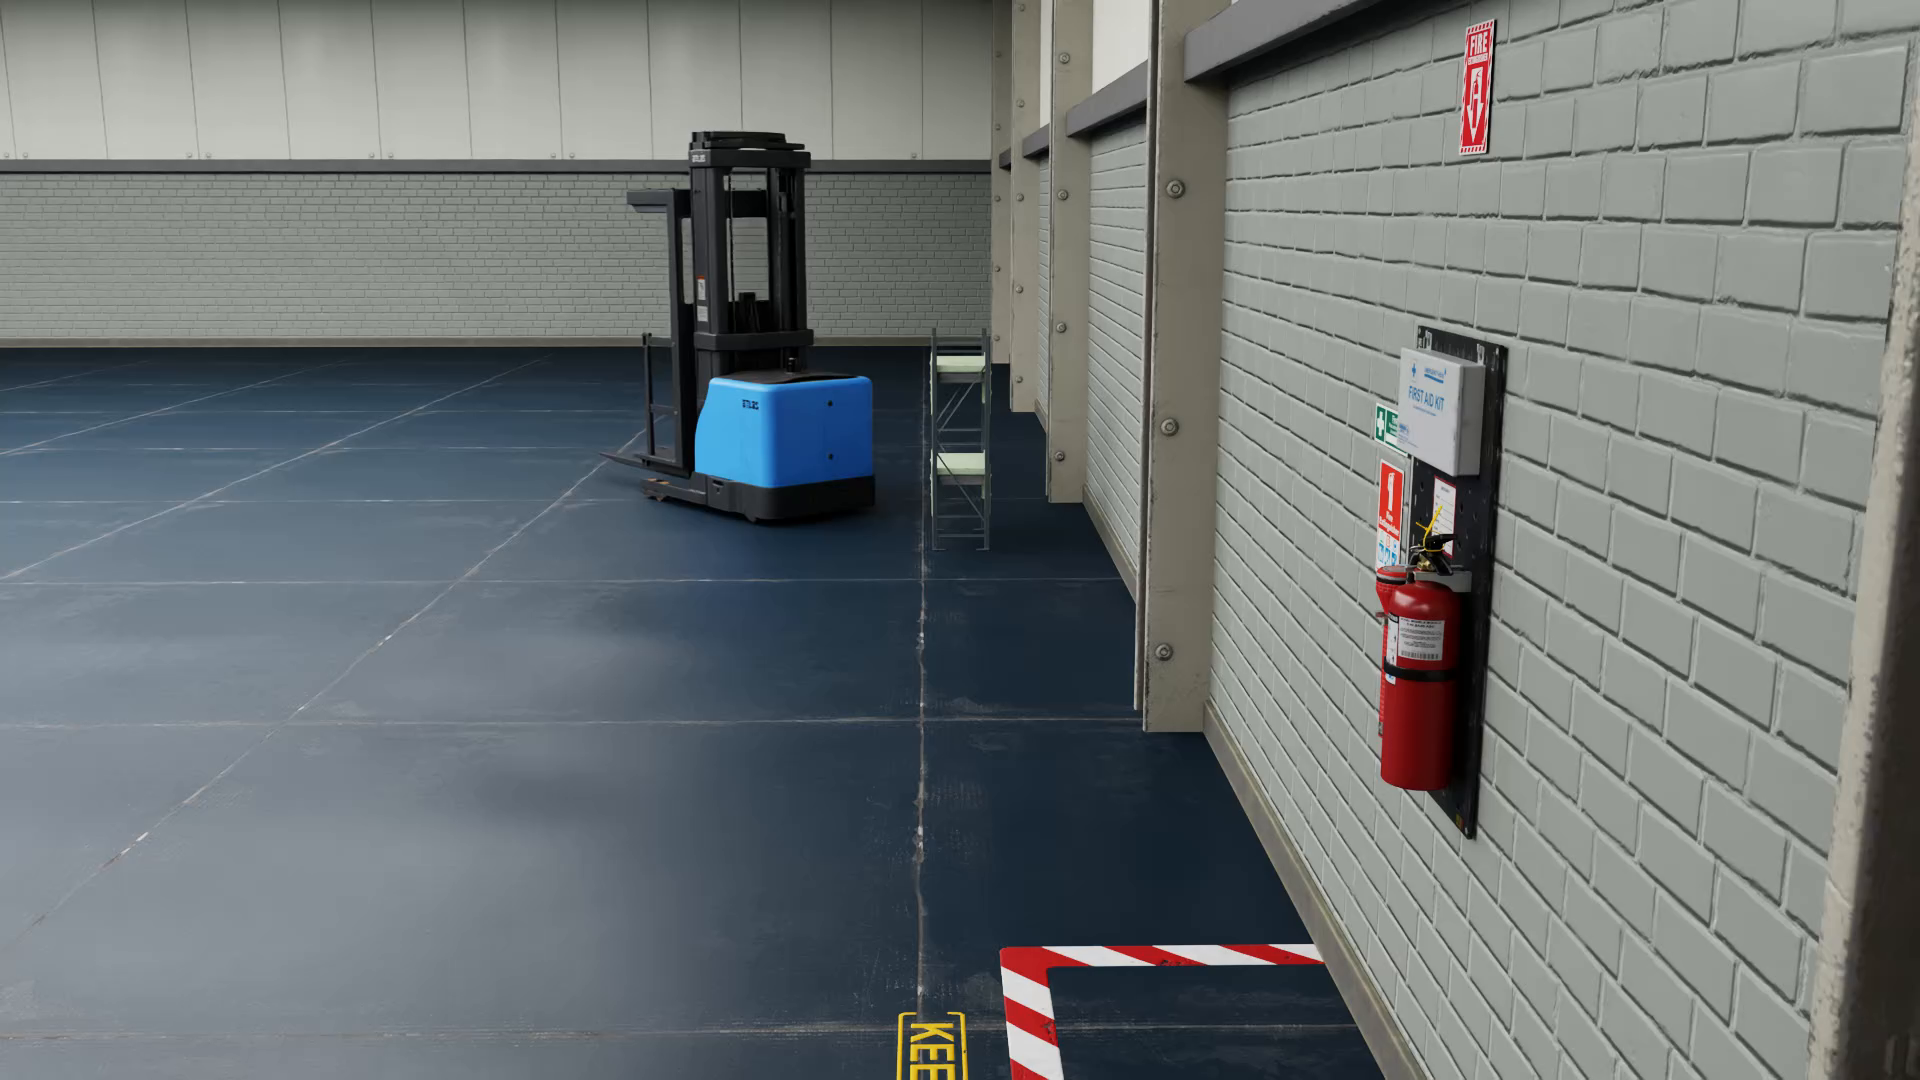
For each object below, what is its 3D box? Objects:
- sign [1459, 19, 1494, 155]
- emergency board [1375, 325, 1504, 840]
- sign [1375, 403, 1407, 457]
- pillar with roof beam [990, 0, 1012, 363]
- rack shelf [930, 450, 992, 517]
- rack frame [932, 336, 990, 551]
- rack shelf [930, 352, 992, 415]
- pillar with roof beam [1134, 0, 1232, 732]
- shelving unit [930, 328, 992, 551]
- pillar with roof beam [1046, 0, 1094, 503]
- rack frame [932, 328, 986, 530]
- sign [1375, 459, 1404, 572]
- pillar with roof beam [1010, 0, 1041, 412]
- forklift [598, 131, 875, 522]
[{"bbox_3d":[1.213,-1.060,3.908,0.001,0.298,0.199,0,11,-1],"label":"sign"},{"bbox_3d":[1.113,0.078,4.128,0.194,1.169,0.643,0,11,-1],"label":"emergency board"},{"bbox_3d":[1.196,-0.308,4.611,0.001,0.109,0.331,0,11,-1],"label":"sign"},{"bbox_3d":[-3.674,-7.123,24.538,9.100,9.000,0.400,0,11,-1],"label":"pillar with roof beam"},{"bbox_3d":[0.000,-0.417,11.981,0.431,0.370,0.720,0,11,-1],"label":"rack shelf"},{"bbox_3d":[0.007,-0.664,11.558,0.400,1.500,0.023,0,11,-1],"label":"rack frame"},{"bbox_3d":[0.000,-1.119,11.839,0.431,0.370,0.720,0,11,-1],"label":"rack shelf"},{"bbox_3d":[-3.302,-3.545,6.901,9.100,9.000,0.400,0,11,-1],"label":"pillar with roof beam"},{"bbox_3d":[0.000,-0.736,11.917,0.431,1.500,0.755,0,11,-1],"label":"shelving unit"},{"bbox_3d":[-3.426,-4.738,12.780,9.100,9.000,0.400,0,11,-1],"label":"pillar with roof beam"},{"bbox_3d":[-0.008,-0.809,12.275,0.400,1.500,0.023,0,11,-1],"label":"rack frame"},{"bbox_3d":[1.205,-0.049,4.669,0.001,0.329,0.234,0,11,-1],"label":"sign"},{"bbox_3d":[-3.550,-5.931,18.659,9.100,9.000,0.400,0,11,-1],"label":"pillar with roof beam"},{"bbox_3d":[-1.995,-1.808,13.598,1.130,2.935,3.031,-9,15,-39],"label":"forklift"}]
